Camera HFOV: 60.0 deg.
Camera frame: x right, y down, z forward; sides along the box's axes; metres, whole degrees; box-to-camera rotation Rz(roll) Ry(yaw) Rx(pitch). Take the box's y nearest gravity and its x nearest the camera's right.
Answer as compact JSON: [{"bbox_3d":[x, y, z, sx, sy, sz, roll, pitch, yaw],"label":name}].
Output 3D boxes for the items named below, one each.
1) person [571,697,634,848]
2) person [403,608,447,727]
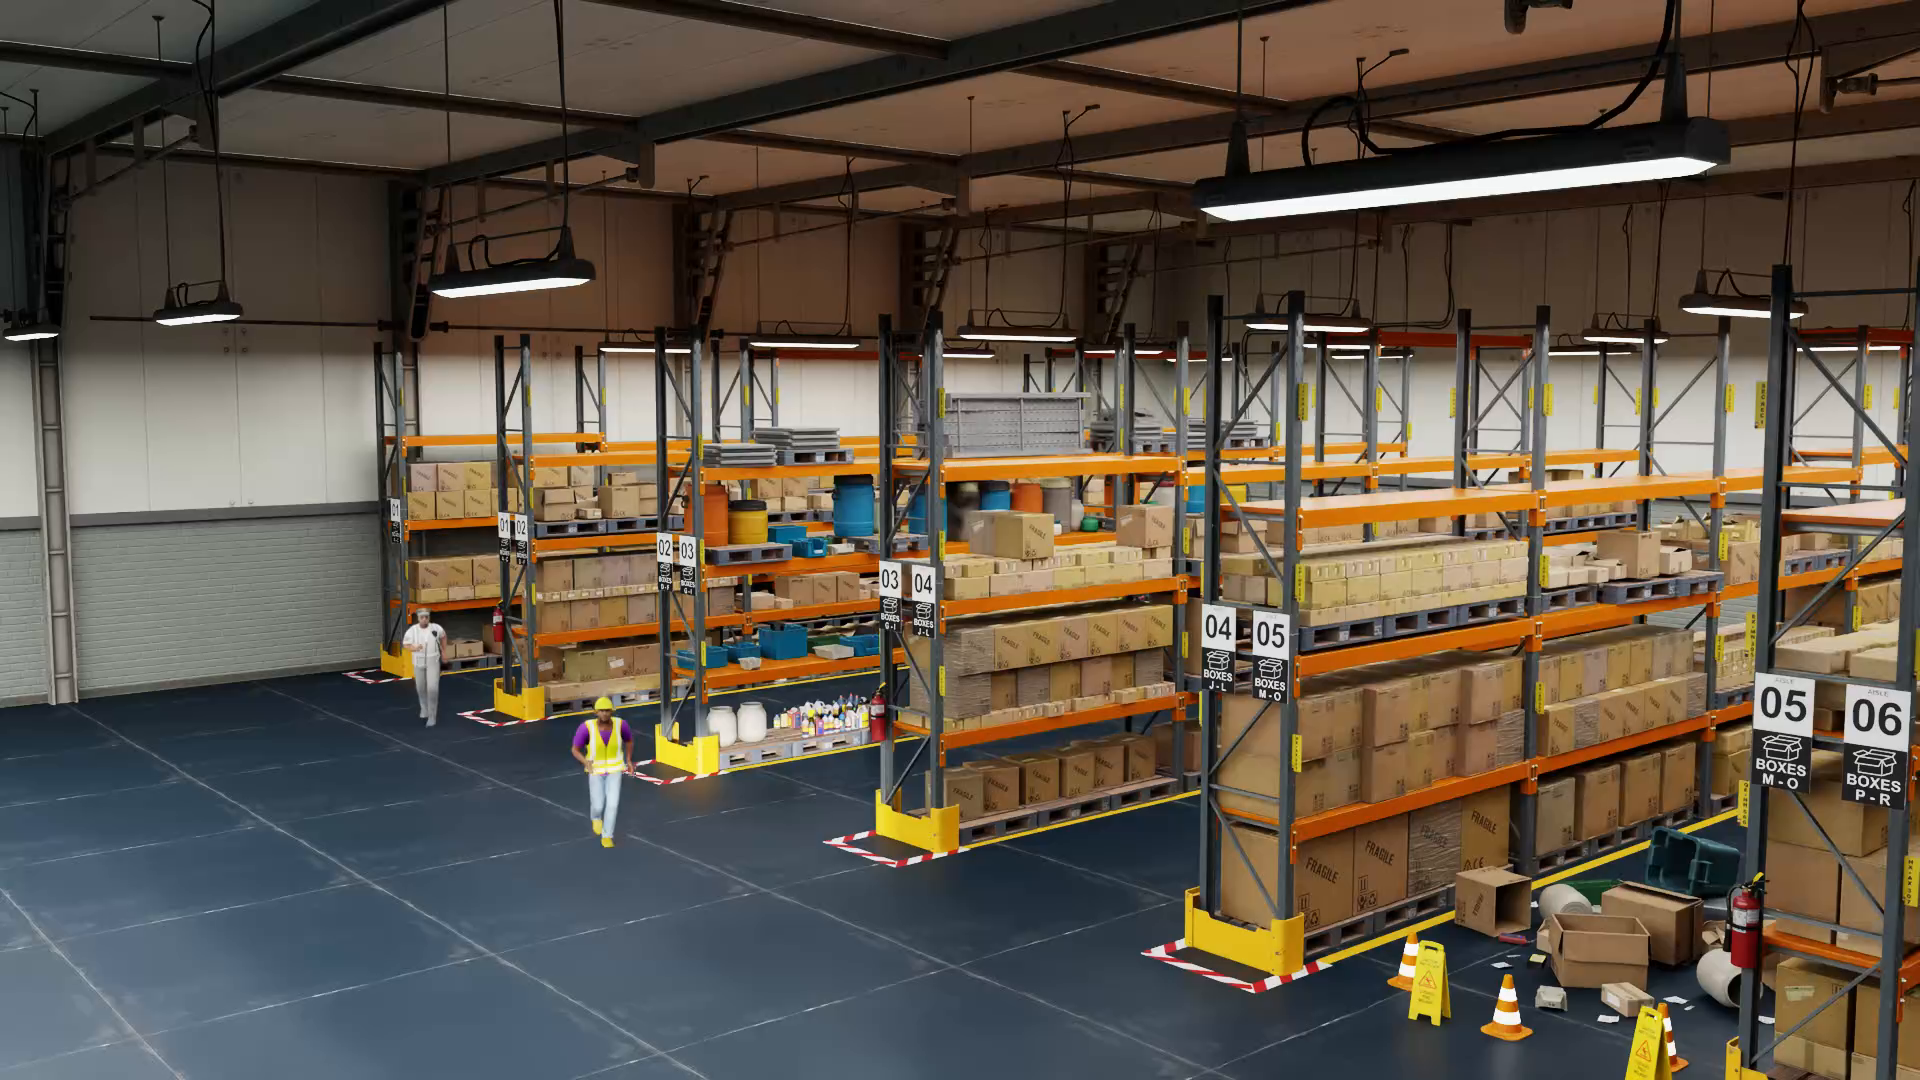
[{"bbox_3d":[-4.051,2.606,18.881,0.701,1.714,0.761,-2,5,-17],"label":"person"},{"bbox_3d":[-8.265,1.942,25.707,0.615,1.840,0.890,-1,5,-12],"label":"person"}]
